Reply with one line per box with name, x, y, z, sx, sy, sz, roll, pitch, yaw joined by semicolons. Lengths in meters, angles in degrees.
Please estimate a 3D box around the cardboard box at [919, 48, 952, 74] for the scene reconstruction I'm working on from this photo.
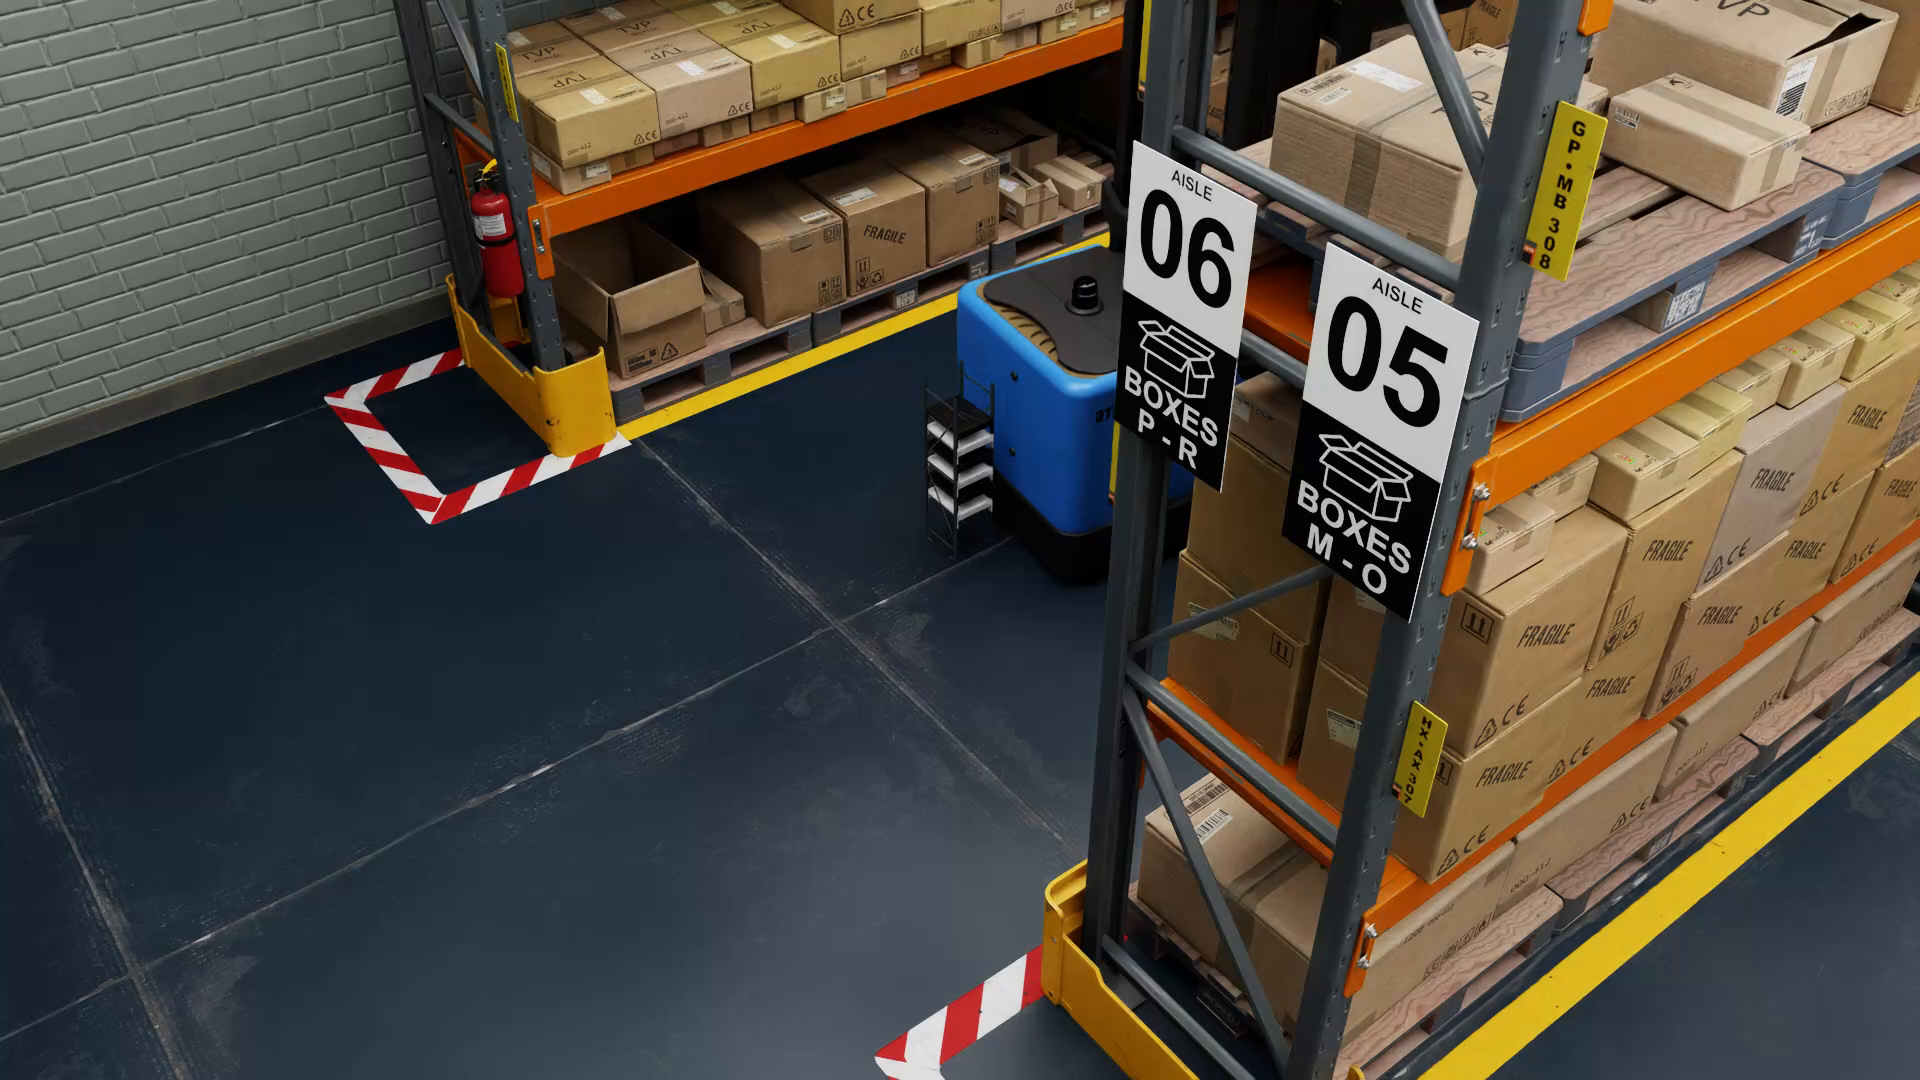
cardboard box;-0.254;-2.611;8.766;0.250;0.149;0.380;-25;46;-28

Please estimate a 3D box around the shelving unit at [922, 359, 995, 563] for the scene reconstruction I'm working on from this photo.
shelving unit;-0.006;-0.345;7.461;0.210;0.900;0.258;-26;46;-28

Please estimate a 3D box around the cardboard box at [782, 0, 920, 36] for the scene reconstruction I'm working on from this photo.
cardboard box;-0.546;-2.848;8.149;0.500;0.500;0.500;-25;45;-27

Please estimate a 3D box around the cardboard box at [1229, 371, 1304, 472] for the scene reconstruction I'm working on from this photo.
cardboard box;0.931;-0.302;4.374;0.250;0.149;0.380;-25;46;-28

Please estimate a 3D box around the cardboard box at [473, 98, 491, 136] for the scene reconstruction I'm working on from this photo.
cardboard box;-2.160;-2.047;8.078;0.250;0.149;0.380;-27;46;-29

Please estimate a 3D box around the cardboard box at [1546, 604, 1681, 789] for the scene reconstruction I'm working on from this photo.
cardboard box;1.708;0.324;4.911;0.500;0.500;0.500;-27;46;-29

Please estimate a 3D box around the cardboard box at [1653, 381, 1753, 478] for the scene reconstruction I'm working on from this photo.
cardboard box;1.857;-0.351;4.434;0.250;0.149;0.380;-28;47;-29

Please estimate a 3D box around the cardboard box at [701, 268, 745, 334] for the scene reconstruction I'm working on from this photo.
cardboard box;-1.356;-1.275;8.855;0.250;0.149;0.380;-28;47;-30

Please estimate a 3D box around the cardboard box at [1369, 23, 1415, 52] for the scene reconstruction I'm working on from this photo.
cardboard box;2.663;-3.296;11.042;0.500;0.500;0.500;-28;47;-30

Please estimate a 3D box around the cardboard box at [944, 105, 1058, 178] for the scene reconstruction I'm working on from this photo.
cardboard box;0.244;-2.413;10.116;0.500;0.311;0.500;-24;45;-27

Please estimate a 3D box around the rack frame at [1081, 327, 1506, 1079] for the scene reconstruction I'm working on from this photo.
rack frame;0.768;0.614;4.637;0.127;3.000;1.000;-26;46;-28

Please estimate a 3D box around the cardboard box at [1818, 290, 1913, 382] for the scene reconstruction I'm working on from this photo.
cardboard box;2.474;-0.639;4.785;0.250;0.149;0.380;-27;47;-29

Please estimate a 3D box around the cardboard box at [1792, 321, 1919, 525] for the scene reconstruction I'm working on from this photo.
cardboard box;2.526;-0.453;5.070;0.500;0.500;0.500;-26;46;-28

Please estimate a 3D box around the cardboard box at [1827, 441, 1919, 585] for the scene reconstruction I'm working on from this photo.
cardboard box;2.934;-0.260;5.623;0.500;0.500;0.500;-27;46;-29

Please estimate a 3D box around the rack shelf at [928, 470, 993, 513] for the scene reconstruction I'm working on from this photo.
rack shelf;-0.006;-0.249;7.539;0.200;0.077;0.258;-26;46;-28

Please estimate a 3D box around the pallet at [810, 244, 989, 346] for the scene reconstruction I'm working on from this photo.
pallet;-0.601;-1.610;9.546;1.213;0.211;1.003;-26;46;-28

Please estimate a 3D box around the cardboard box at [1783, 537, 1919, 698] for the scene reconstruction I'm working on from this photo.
cardboard box;3.377;0.085;6.971;0.875;0.438;0.875;-27;46;-29

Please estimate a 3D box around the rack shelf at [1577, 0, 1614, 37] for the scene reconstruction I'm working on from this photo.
rack shelf;2.354;-2.046;4.032;4.000;0.370;1.077;-26;46;-28

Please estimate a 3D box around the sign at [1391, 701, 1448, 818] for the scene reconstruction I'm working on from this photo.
sign;1.102;0.530;3.994;0.005;0.325;0.100;-26;46;-28

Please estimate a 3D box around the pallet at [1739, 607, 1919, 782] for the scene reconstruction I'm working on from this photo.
pallet;3.289;0.400;7.096;1.213;0.211;1.003;-26;46;-28

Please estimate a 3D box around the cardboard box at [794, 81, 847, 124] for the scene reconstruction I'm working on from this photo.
cardboard box;-0.780;-2.246;8.321;0.250;0.149;0.380;-27;47;-29

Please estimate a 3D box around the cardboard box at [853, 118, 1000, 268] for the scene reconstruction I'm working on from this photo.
cardboard box;-0.192;-1.978;9.436;0.500;0.500;0.700;-28;47;-30

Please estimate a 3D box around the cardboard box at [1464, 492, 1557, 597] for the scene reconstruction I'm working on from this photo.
cardboard box;1.218;-0.060;4.080;0.250;0.149;0.380;-25;46;-27

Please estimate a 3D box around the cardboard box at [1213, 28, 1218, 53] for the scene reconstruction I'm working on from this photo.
cardboard box;1.322;-3.024;9.965;0.250;0.149;0.380;-27;46;-29

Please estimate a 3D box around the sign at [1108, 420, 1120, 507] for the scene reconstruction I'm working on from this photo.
sign;0.449;-0.204;4.534;0.005;0.325;0.100;-26;46;-28

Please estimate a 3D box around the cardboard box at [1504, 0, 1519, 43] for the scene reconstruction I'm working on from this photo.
cardboard box;3.880;-3.897;11.776;0.500;0.500;0.500;-25;45;-27

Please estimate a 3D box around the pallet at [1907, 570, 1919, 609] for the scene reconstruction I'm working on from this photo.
pallet;4.506;-0.190;7.816;1.213;0.211;1.003;-26;46;-28

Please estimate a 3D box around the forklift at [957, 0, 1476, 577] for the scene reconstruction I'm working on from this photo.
forklift;1.504;-1.658;7.461;3.031;2.935;1.130;-20;44;-23

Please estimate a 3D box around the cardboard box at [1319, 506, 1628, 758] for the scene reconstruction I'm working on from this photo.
cardboard box;1.322;0.146;4.340;0.500;0.500;0.500;-27;46;-29

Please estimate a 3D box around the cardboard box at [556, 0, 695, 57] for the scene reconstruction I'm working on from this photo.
cardboard box;-1.647;-2.448;8.253;0.500;0.250;0.500;-26;46;-28

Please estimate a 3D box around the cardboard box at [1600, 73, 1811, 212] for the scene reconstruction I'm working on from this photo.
cardboard box;1.771;-0.955;3.972;0.250;0.149;0.380;-24;45;-27

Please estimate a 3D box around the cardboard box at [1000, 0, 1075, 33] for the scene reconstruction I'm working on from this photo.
cardboard box;0.269;-2.964;8.881;0.500;0.250;0.500;-26;46;-28

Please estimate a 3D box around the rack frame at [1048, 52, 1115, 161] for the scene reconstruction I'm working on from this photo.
rack frame;0.912;-3.427;9.563;0.127;3.000;1.000;-26;46;-28

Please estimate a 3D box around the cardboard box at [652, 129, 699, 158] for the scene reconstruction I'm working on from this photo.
cardboard box;-1.471;-2.014;8.038;0.250;0.149;0.380;-27;46;-29

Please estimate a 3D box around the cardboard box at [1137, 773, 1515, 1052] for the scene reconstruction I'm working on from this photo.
cardboard box;1.231;1.136;5.689;0.875;0.438;0.875;-28;47;-29

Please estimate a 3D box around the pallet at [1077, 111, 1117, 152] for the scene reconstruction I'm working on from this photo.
pallet;1.534;-2.682;10.853;1.213;0.211;1.003;-26;46;-28

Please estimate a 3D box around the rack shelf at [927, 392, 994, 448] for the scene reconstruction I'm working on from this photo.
rack shelf;-0.006;-0.528;7.311;0.200;0.077;0.258;-26;46;-28

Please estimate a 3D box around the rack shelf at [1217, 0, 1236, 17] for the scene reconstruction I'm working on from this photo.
rack shelf;2.498;-3.922;10.733;4.000;0.370;1.077;-26;46;-28

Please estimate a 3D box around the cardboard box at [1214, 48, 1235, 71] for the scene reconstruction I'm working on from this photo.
cardboard box;1.531;-3.025;10.200;0.250;0.149;0.380;-27;47;-29

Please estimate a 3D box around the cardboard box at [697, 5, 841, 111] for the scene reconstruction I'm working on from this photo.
cardboard box;-0.936;-2.371;8.158;0.500;0.250;0.500;-27;46;-29

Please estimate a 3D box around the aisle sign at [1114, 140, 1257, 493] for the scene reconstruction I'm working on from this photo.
aisle sign;0.522;-0.520;3.969;0.004;0.787;0.394;-26;46;-28

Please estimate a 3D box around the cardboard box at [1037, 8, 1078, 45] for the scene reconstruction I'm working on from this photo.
cardboard box;0.429;-2.856;9.064;0.250;0.149;0.380;-25;45;-27
